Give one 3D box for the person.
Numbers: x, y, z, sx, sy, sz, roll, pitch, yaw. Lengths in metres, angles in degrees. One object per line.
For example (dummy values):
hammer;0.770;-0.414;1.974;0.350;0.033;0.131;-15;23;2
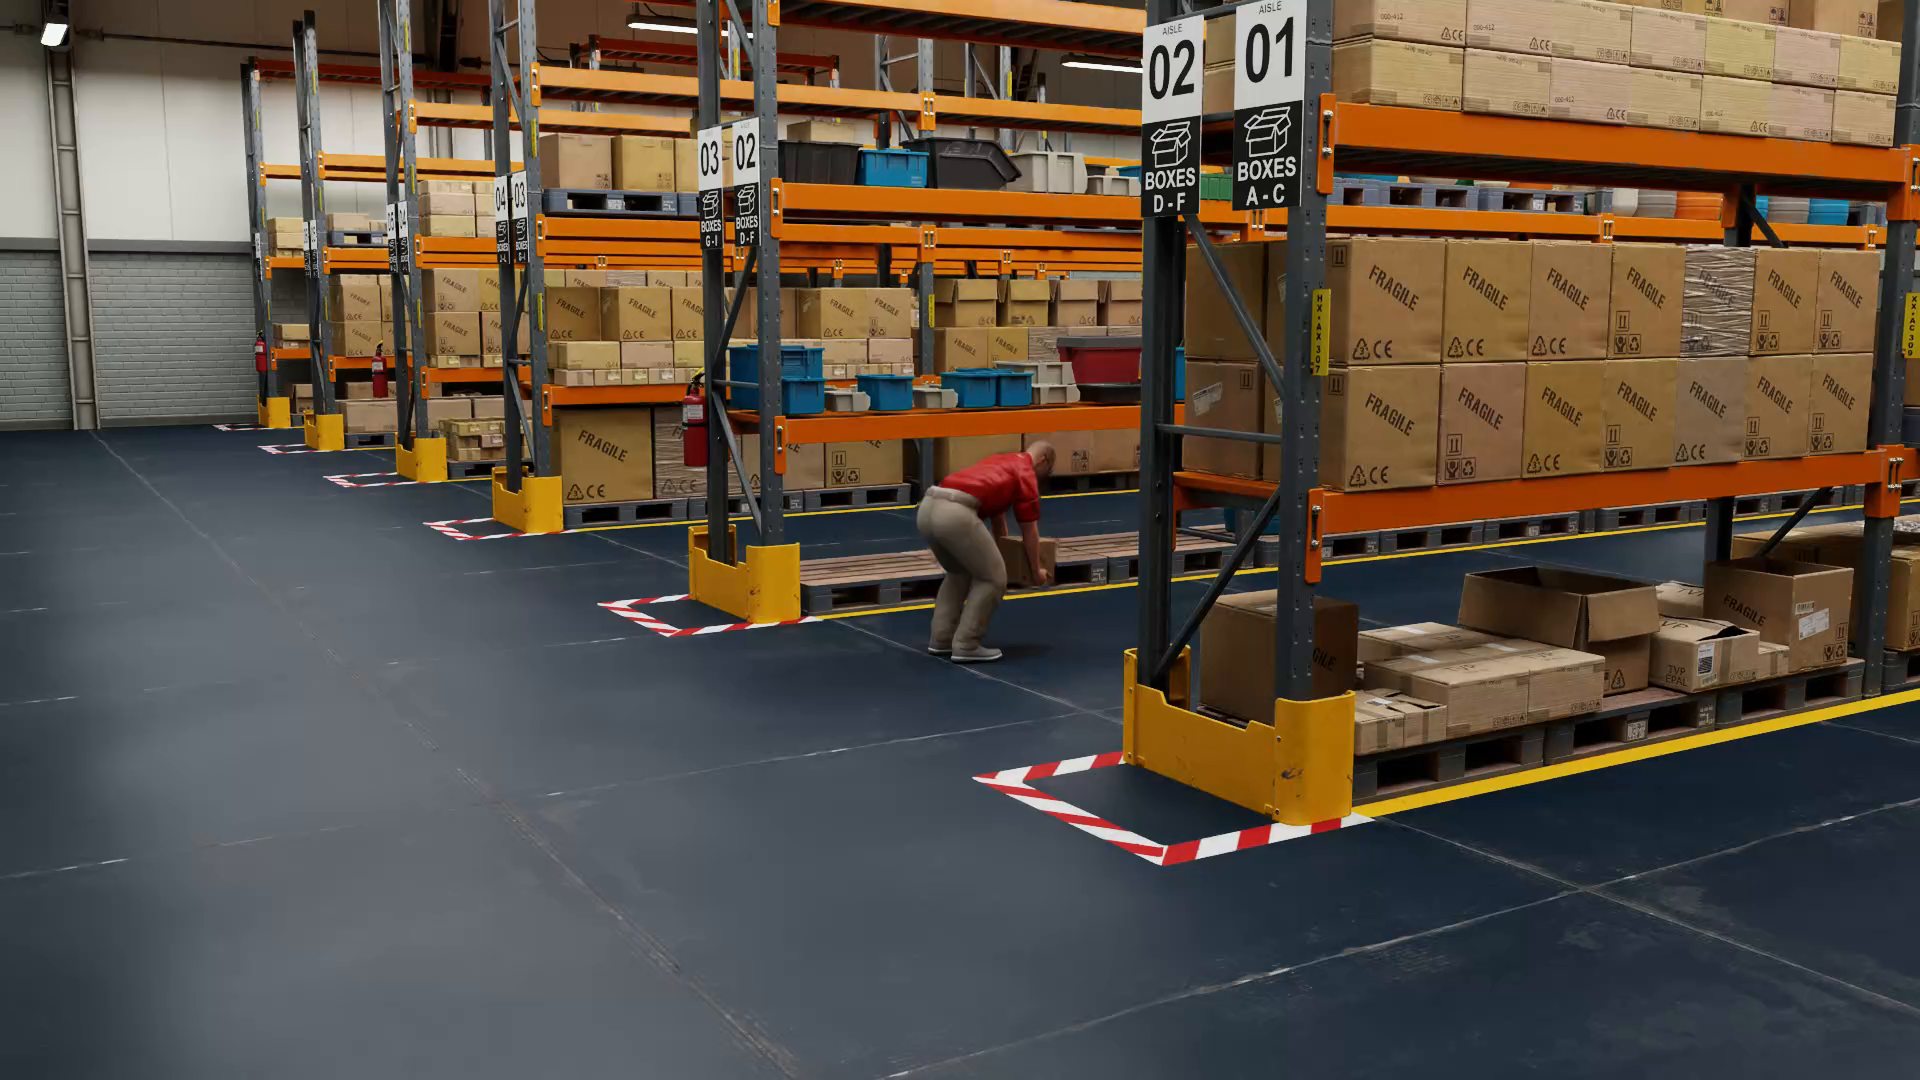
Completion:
person;0.189;0.054;9.747;0.916;1.243;0.503;-5;10;-33
